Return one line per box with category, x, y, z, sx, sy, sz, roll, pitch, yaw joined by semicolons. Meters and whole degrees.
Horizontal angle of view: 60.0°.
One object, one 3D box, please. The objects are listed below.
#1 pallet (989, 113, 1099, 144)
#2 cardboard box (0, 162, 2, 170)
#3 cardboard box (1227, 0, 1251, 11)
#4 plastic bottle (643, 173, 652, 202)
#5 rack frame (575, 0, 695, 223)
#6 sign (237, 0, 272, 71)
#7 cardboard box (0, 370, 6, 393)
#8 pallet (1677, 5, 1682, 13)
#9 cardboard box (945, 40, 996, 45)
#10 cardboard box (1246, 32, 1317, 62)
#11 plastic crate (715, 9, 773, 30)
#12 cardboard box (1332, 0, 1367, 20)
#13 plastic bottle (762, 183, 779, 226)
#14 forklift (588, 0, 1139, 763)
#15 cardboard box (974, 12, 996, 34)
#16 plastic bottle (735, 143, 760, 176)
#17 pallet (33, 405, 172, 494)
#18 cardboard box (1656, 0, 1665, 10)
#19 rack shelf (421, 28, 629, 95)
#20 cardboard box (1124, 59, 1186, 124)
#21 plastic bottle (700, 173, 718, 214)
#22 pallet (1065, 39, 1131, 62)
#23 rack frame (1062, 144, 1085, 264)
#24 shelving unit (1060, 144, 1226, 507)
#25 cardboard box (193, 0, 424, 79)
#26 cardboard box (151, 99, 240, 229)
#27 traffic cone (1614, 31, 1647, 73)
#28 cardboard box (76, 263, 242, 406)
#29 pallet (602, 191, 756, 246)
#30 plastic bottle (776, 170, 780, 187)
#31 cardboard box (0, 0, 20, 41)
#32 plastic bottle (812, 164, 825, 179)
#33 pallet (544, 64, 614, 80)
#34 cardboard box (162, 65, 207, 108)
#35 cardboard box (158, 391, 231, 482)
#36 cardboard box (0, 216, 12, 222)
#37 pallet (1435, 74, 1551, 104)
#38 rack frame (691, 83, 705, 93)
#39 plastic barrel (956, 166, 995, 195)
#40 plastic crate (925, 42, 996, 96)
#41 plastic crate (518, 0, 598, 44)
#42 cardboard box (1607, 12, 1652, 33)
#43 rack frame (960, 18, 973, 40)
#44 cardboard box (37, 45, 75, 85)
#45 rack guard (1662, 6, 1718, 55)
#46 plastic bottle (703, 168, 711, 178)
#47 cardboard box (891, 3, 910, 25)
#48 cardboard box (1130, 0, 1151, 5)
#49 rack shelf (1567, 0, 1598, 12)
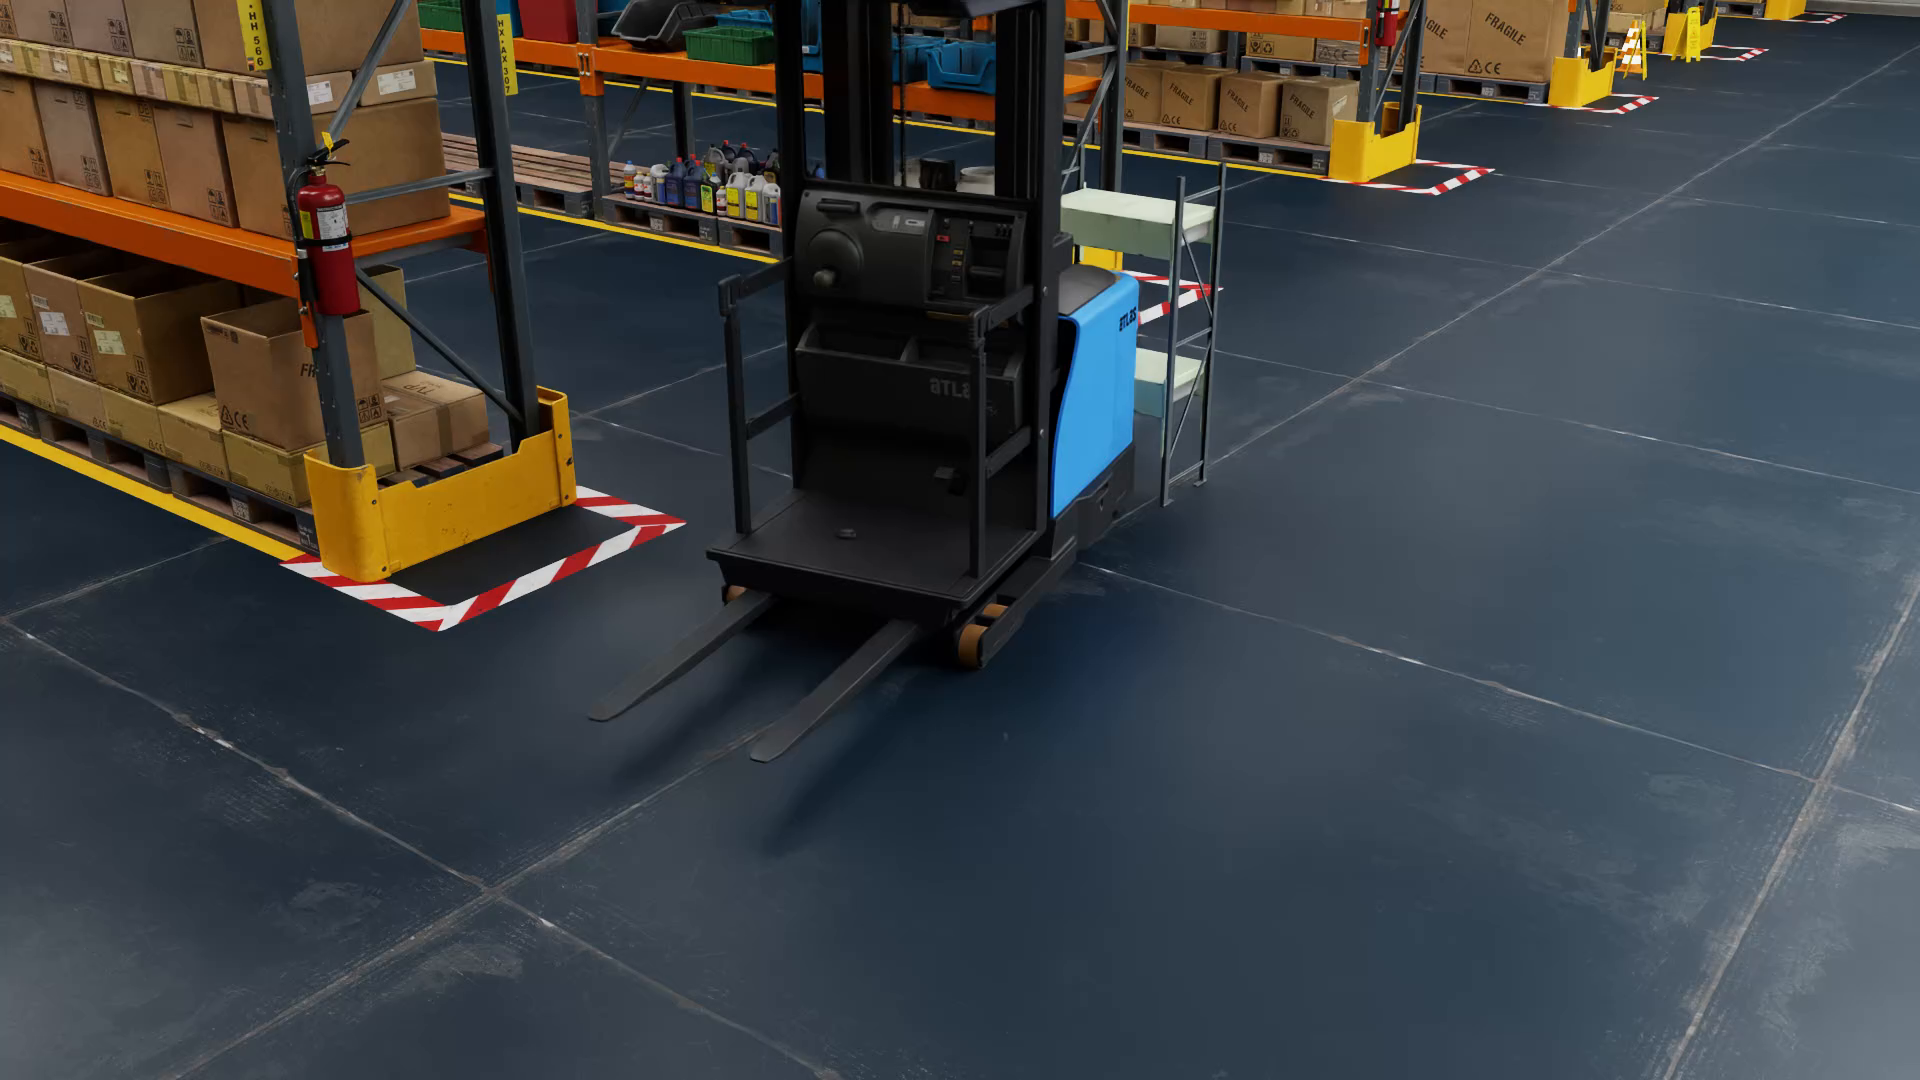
pallet;1.055;-4.156;16.421;1.213;0.211;1.003;17;29;33
cardboard box;-4.663;-2.203;8.406;0.500;0.500;0.700;16;29;33
cardboard box;2.548;-4.747;14.616;0.250;0.149;0.380;17;29;33
plastic bottle;-2.320;-2.638;12.443;0.097;0.201;0.097;0;24;0
rack frame;-2.474;-3.985;12.575;0.127;3.000;1.000;17;29;33
sign;-2.584;-1.887;6.083;0.005;0.325;0.100;17;29;33
cardboard box;-4.862;-0.989;8.665;0.500;0.250;0.500;17;29;33
pallet;11.005;-8.606;26.521;1.213;0.211;1.003;17;29;33
cardboard box;0.018;-4.796;16.970;0.500;0.500;0.700;14;28;29
cardboard box;4.013;-6.204;19.726;0.875;0.875;0.875;17;29;34
plastic crate;-1.426;-3.737;12.196;0.616;0.251;0.499;17;29;33
cardboard box;3.345;-4.503;14.062;0.250;0.149;0.380;17;29;33
plastic bottle;-1.302;-2.379;11.761;0.135;0.276;0.152;16;28;32
forklift;-0.278;-1.062;6.024;1.130;2.935;3.031;10;26;22
cardboard box;0.784;-7.113;21.942;0.750;0.750;1.050;16;29;33
plastic bottle;-1.633;-2.865;12.773;0.185;0.351;0.144;15;28;31
pallet;-3.856;-0.611;8.376;1.213;0.211;1.003;17;29;33
cardboard box;9.141;-7.380;22.239;0.500;0.500;0.500;16;28;32
rack shelf;-4.075;-4.140;13.818;4.000;0.370;1.077;17;29;33
cardboard box;1.799;-4.261;15.780;0.500;0.500;0.500;14;27;29
plastic bottle;-1.819;-2.515;12.062;0.133;0.283;0.061;18;30;36
pallet;1.909;-6.340;21.378;1.213;0.211;1.003;17;29;33
rack frame;0.451;-1.078;7.837;0.023;1.500;0.400;17;29;33
shelving unit;0.745;-0.990;7.638;0.755;1.500;0.431;17;29;33
cardboard box;-2.656;-2.190;6.767;0.500;0.500;0.700;17;29;33
cardboard box;-3.036;-1.709;7.285;0.500;0.500;0.700;18;29;35
traffic cone;8.129;-5.900;20.067;0.334;0.463;0.336;17;29;33
cardboard box;-3.664;-0.969;7.687;0.500;0.500;0.500;17;29;33
pallet;-1.962;-2.533;12.738;1.213;0.211;1.003;17;29;33
plastic bottle;-1.310;-2.681;12.438;0.133;0.283;0.061;17;29;33
cardboard box;-4.284;-2.679;7.877;0.500;0.500;0.700;17;29;33
plastic bottle;-1.054;-2.666;12.418;0.097;0.271;0.097;0;24;0
pallet;-4.262;-5.785;20.117;1.213;0.211;1.003;17;29;33
cardboard box;-3.082;-1.919;6.957;0.250;0.149;0.380;16;29;33
cardboard box;-3.261;-0.506;7.568;0.500;0.250;0.500;17;29;33
cardboard box;-5.265;-1.452;8.784;0.500;0.500;0.500;17;29;33
pallet;6.066;-5.084;18.527;1.213;0.211;1.003;17;29;33
rack frame;-2.705;-6.551;18.397;0.127;3.000;1.000;17;29;33
plastic barrel;0.154;-2.206;11.102;0.421;0.512;0.421;0;24;0
plastic crate;0.146;-2.974;10.465;0.616;0.251;0.499;17;29;33
plastic crate;-3.045;-4.033;12.604;0.583;0.464;0.402;17;29;33
cardboard box;8.813;-6.862;21.993;0.500;0.250;0.500;17;29;33
rack frame;0.351;-8.126;21.974;0.127;3.000;1.000;17;29;33
cardboard box;-3.910;-2.169;7.523;0.250;0.149;0.380;16;29;33
rack guard;9.580;-6.688;21.809;0.348;0.500;1.175;17;29;33
plastic bottle;-1.889;-2.613;12.298;0.097;0.271;0.097;0;24;0
cardboard box;-0.746;-7.376;22.850;0.500;0.500;0.500;18;30;35
cardboard box;1.696;-4.961;15.101;0.250;0.149;0.380;17;29;33
rack shelf;5.152;-6.346;18.826;4.000;0.370;1.077;17;29;33
